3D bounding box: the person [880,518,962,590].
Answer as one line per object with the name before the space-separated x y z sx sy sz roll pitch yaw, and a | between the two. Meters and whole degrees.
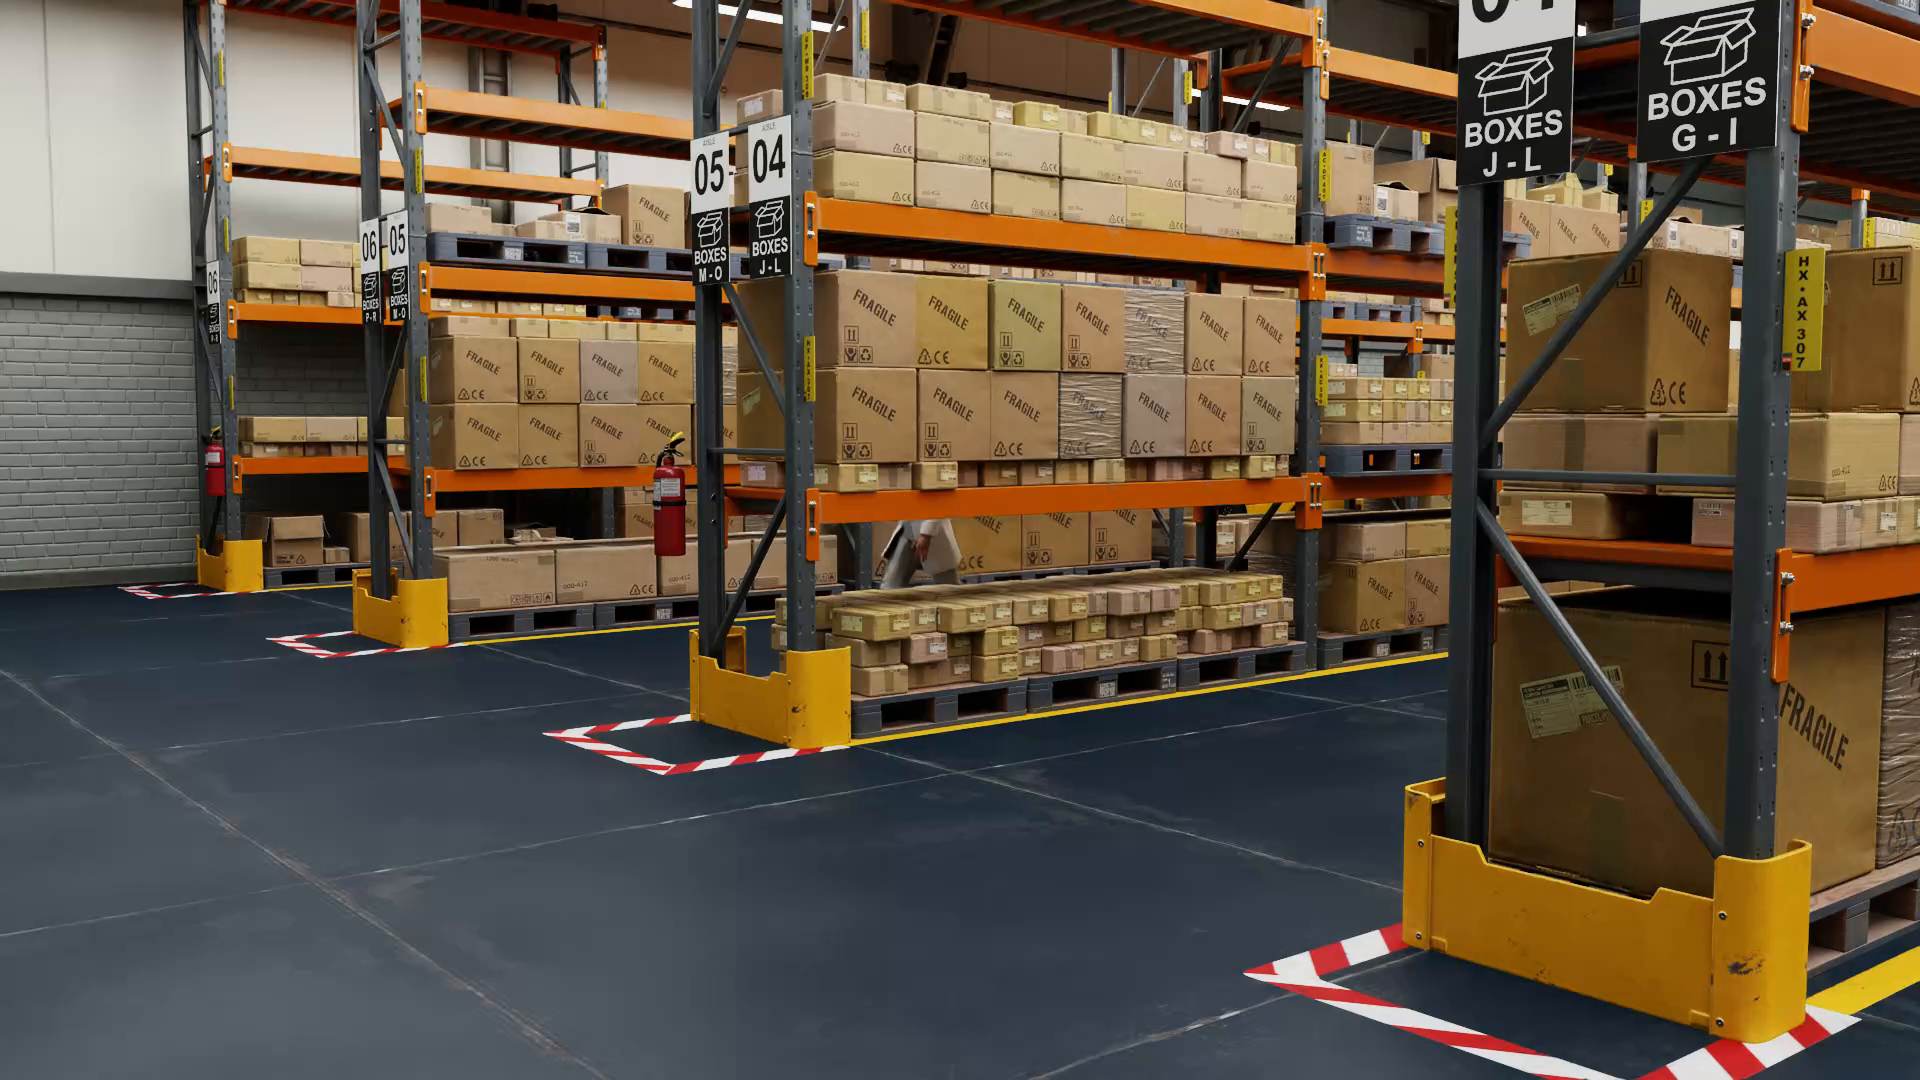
person | -0.298 -0.049 11.478 1.077 1.716 0.609 -3 5 -37
